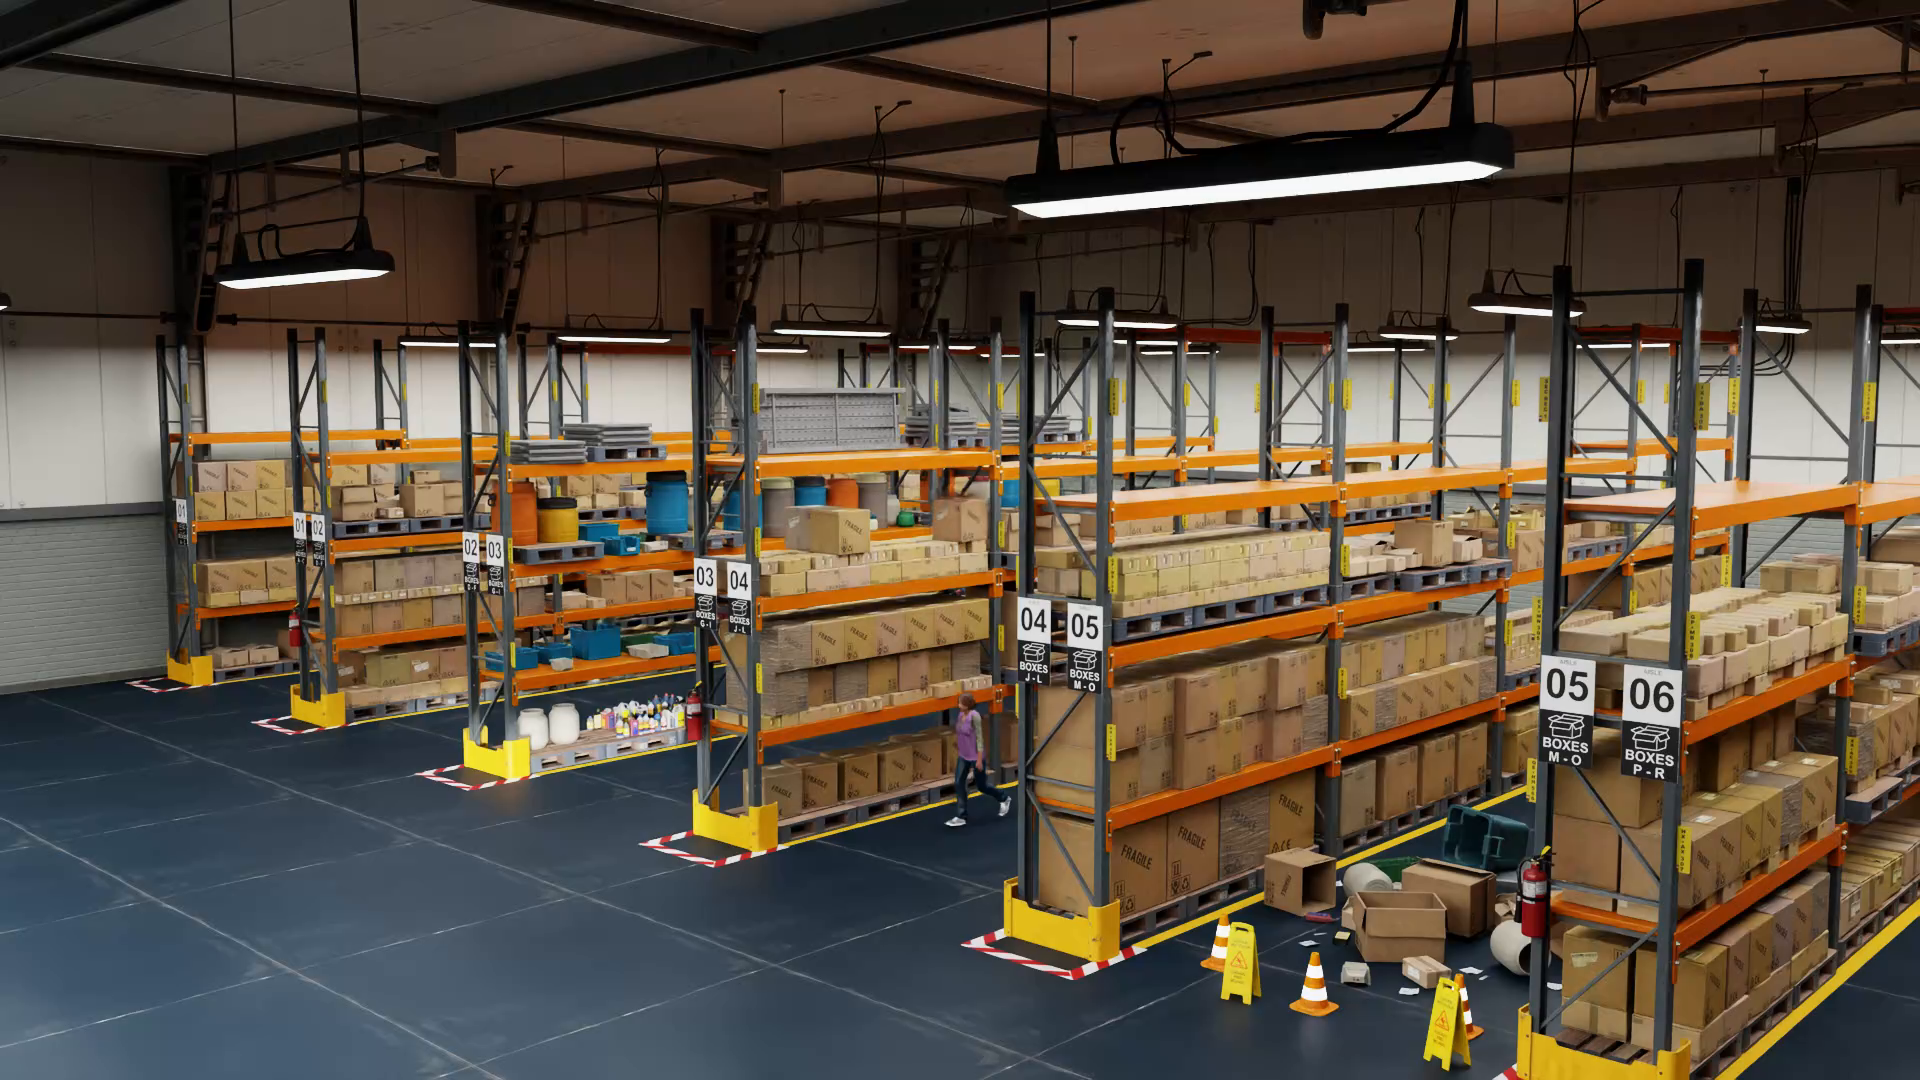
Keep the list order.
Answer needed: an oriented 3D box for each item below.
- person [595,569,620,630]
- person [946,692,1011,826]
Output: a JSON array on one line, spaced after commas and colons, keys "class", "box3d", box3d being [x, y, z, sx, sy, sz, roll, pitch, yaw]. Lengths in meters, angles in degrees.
[{"class": "person", "box3d": [-6.874, 1.299, 31.983, 0.504, 1.721, 1.084, 4, 7, 40]}, {"class": "person", "box3d": [0.194, 2.547, 19.542, 0.852, 1.559, 0.442, -4, 7, -37]}]
